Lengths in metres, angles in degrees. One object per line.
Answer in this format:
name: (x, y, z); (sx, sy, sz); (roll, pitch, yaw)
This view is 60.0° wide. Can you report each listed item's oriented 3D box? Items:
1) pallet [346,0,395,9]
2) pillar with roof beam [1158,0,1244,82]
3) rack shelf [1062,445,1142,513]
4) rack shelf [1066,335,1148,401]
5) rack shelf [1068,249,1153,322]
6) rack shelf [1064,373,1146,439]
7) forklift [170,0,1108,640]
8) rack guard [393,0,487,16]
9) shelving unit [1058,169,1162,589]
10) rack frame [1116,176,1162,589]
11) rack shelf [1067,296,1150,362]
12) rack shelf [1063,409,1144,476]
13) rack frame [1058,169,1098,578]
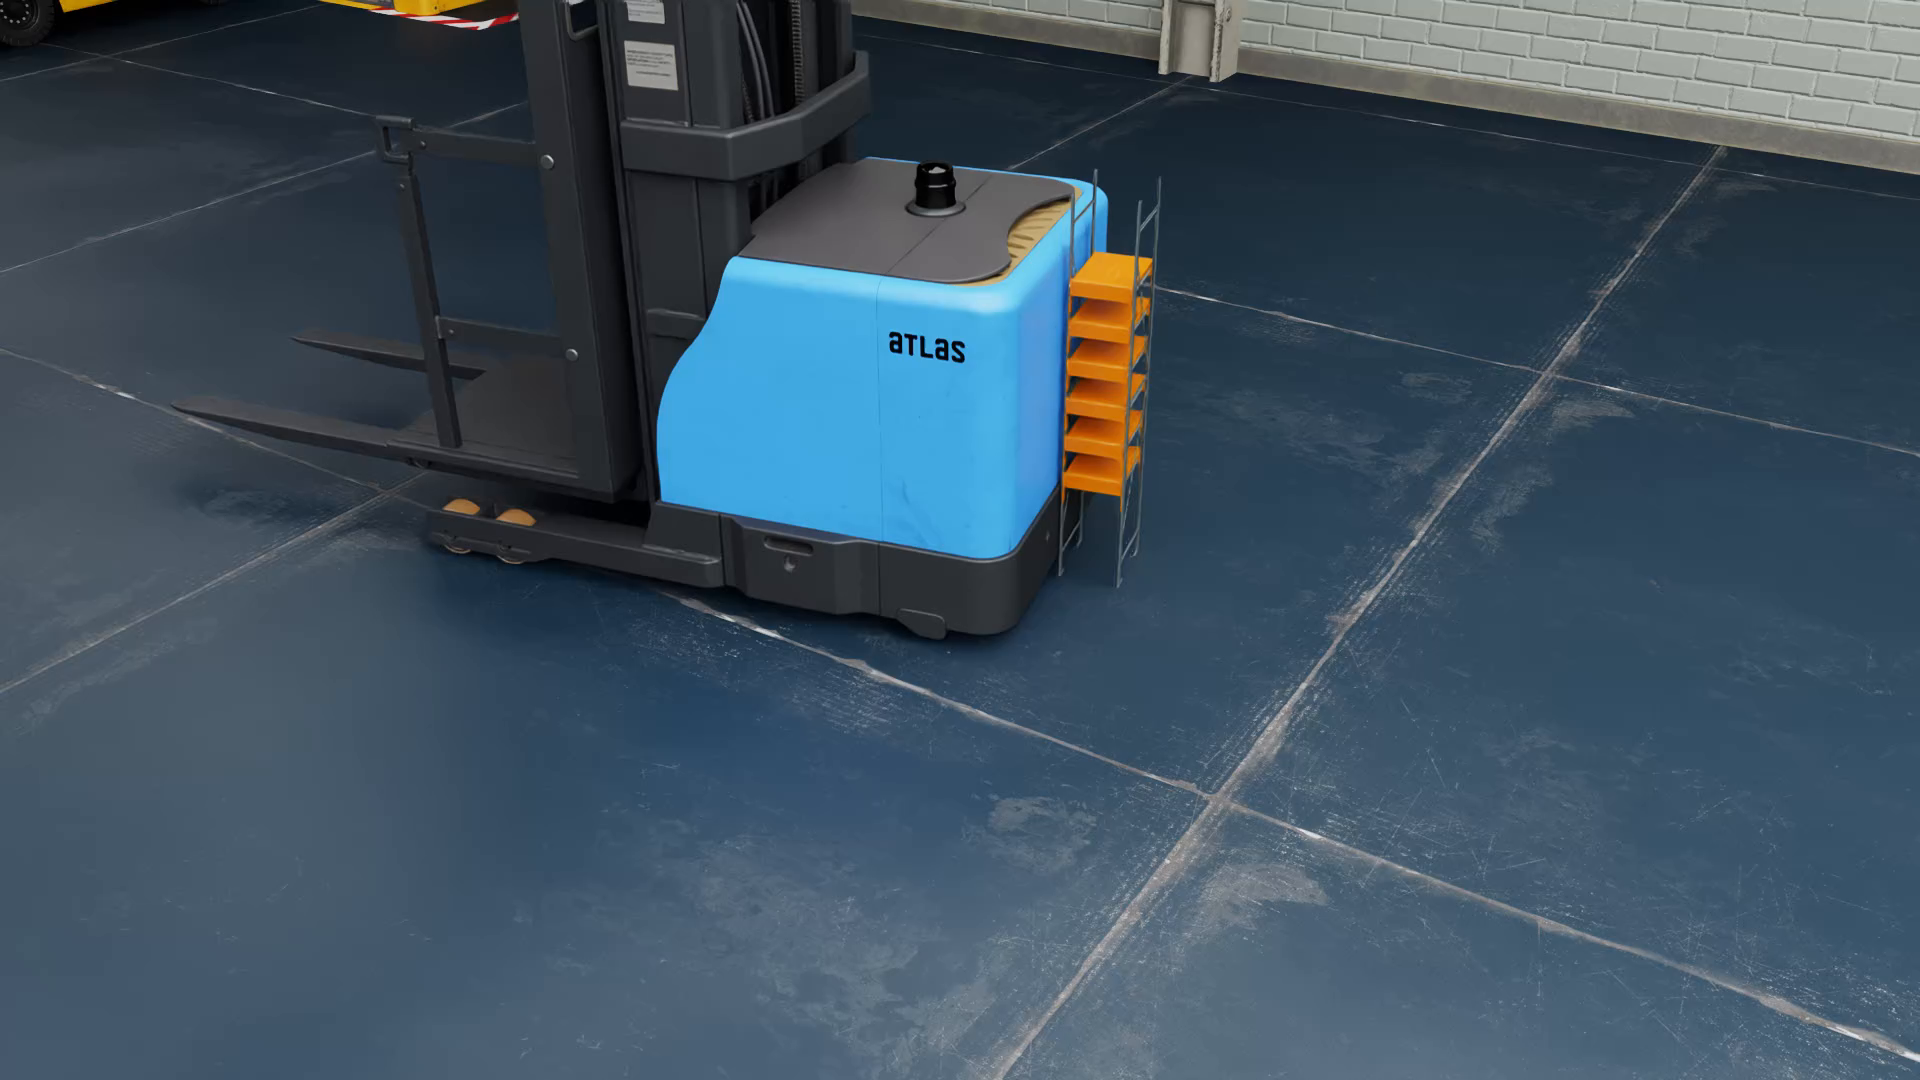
pallet: (-4.188, -4.168, 12.184); (1.213, 0.211, 1.003); (18, 35, 27)
pillar with roof beam: (-0.836, -4.903, 4.724); (0.400, 9.000, 9.100); (18, 35, 27)
rack shelf: (0.427, -0.198, 4.964); (0.180, 0.103, 0.258); (10, 32, 17)
rack shelf: (0.427, -0.509, 4.782); (0.180, 0.103, 0.258); (10, 32, 17)
rack shelf: (0.427, -0.717, 4.661); (0.180, 0.103, 0.258); (10, 32, 17)
rack shelf: (0.427, -0.406, 4.843); (0.180, 0.103, 0.258); (10, 32, 17)
forklift: (-1.120, -1.429, 4.791); (3.031, 2.935, 1.130); (10, 32, 17)
rack guard: (-3.498, -4.099, 11.780); (0.348, 0.500, 1.175); (18, 35, 27)
shelving unit: (0.427, -0.444, 4.820); (0.189, 1.200, 0.258); (10, 32, 17)
rack frame: (0.513, -0.428, 4.794); (0.006, 1.200, 0.240); (10, 32, 17)
rack shelf: (0.427, -0.613, 4.722); (0.180, 0.103, 0.258); (10, 32, 17)
rack shelf: (0.427, -0.302, 4.903); (0.180, 0.103, 0.258); (10, 32, 17)
rack frame: (0.341, -0.460, 4.847); (0.006, 1.200, 0.240); (10, 32, 17)
